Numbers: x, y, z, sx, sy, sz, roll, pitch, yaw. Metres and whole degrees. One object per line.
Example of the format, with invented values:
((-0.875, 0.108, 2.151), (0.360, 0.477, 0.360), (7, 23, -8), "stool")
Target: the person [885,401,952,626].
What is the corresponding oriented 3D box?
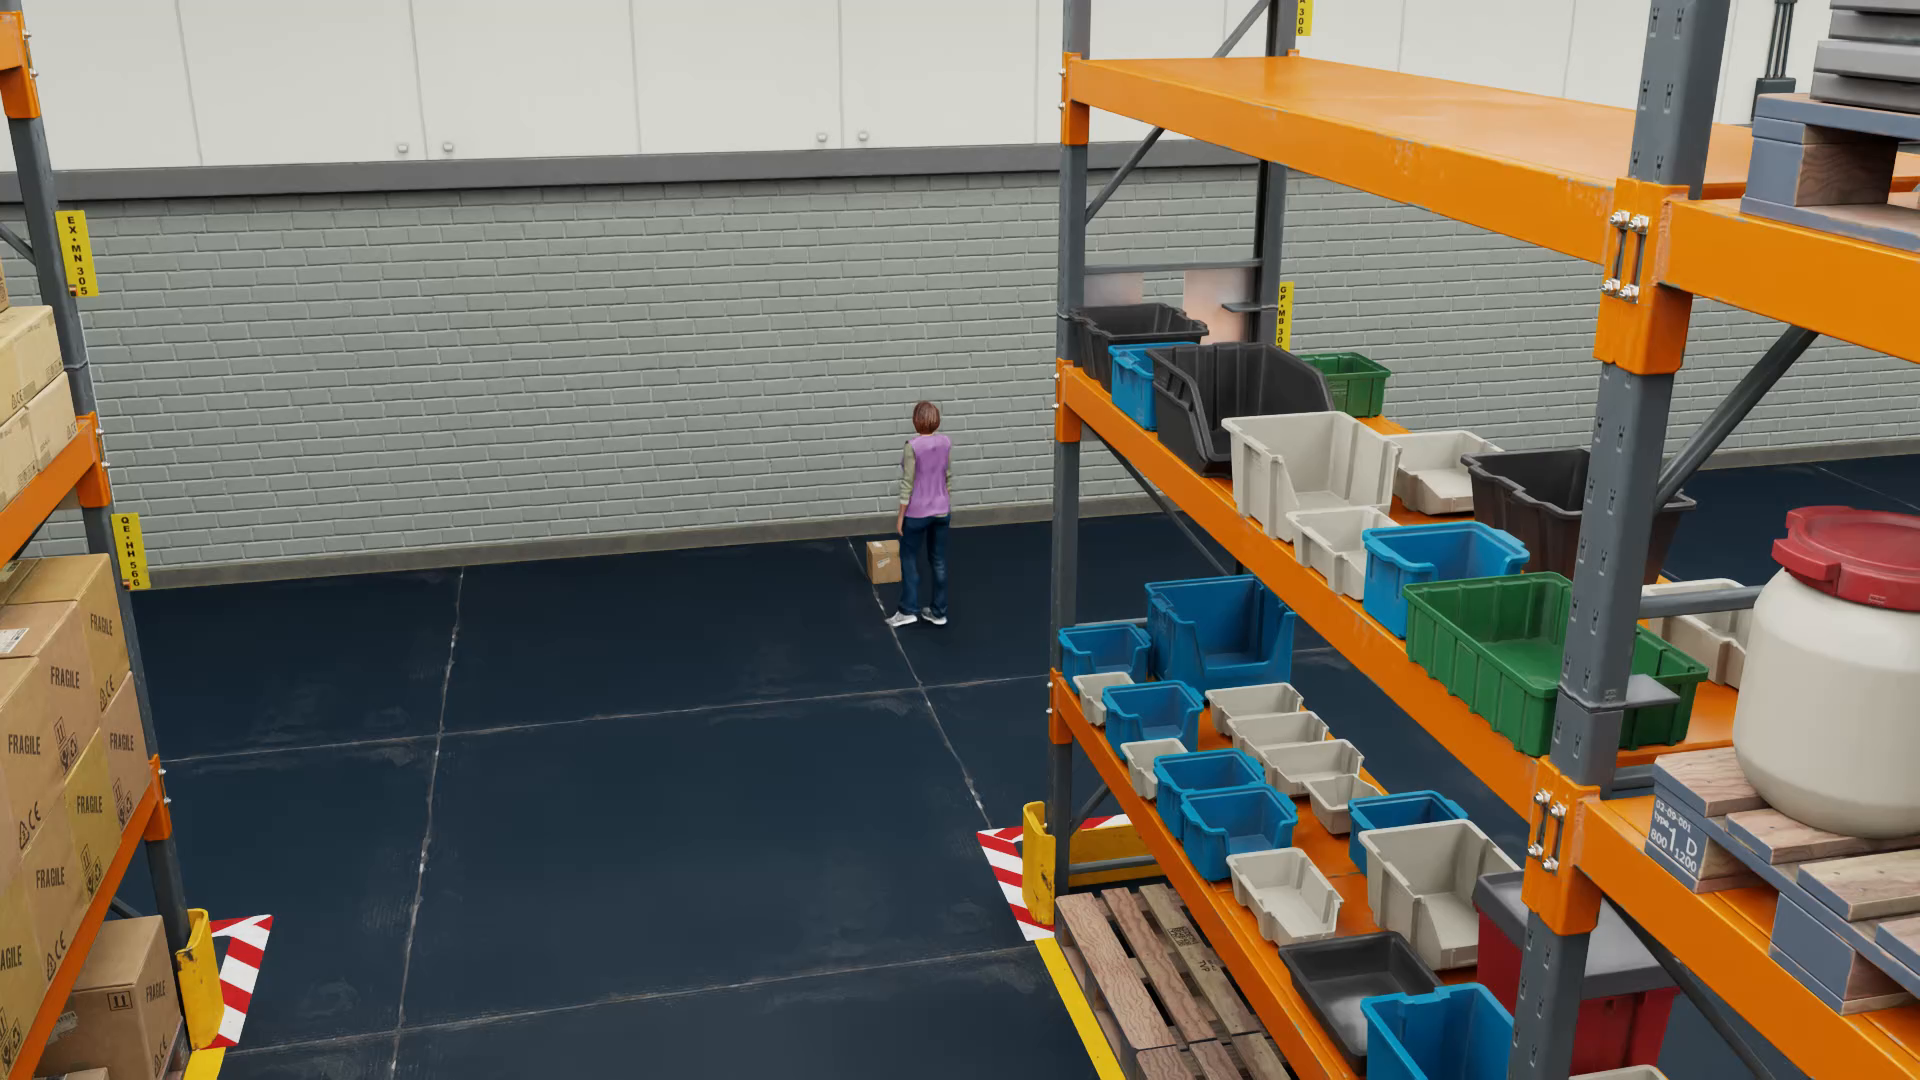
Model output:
((-0.252, -0.150, 11.536), (0.477, 1.627, 0.365), (-12, 23, -30), "person")
